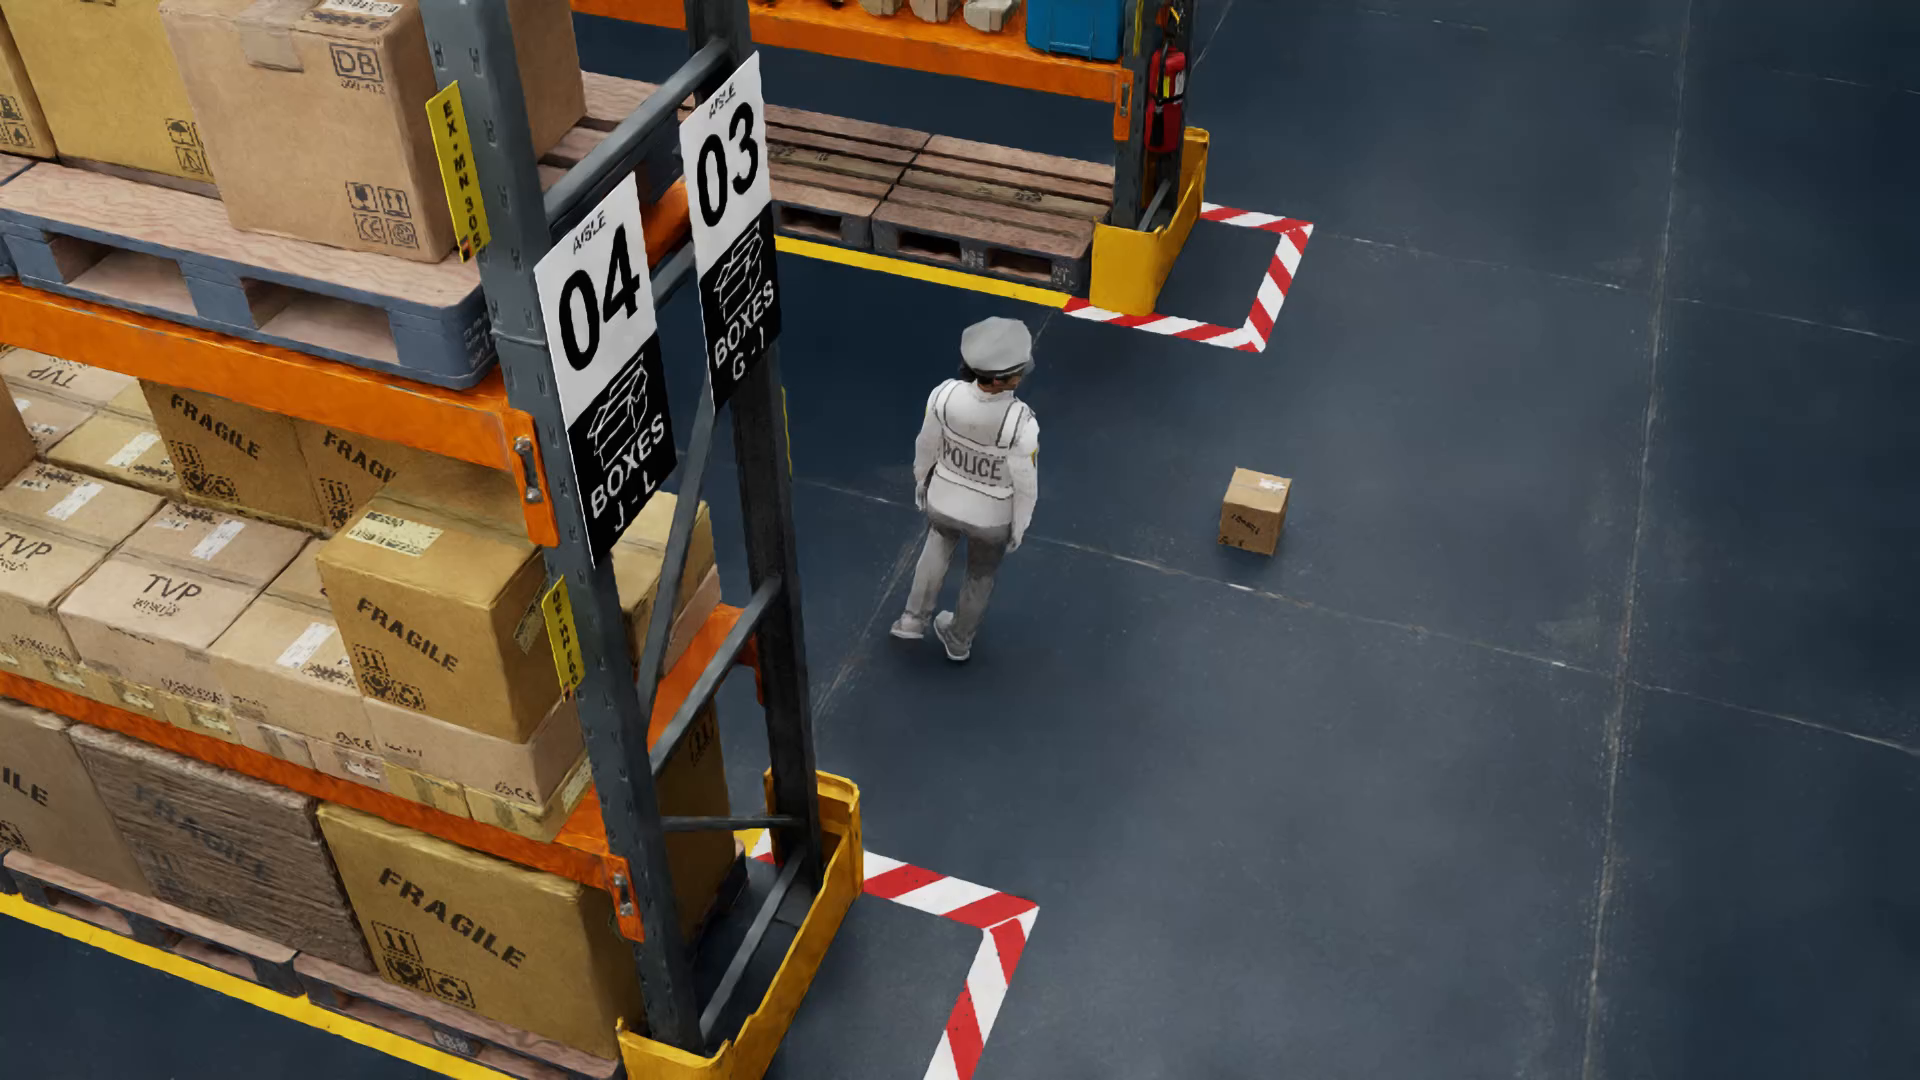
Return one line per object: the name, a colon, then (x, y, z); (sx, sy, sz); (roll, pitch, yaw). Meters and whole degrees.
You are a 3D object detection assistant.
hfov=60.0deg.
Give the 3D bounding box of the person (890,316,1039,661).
person: (0.028, -0.153, 6.341); (0.626, 1.658, 0.407); (14, 44, 15)
